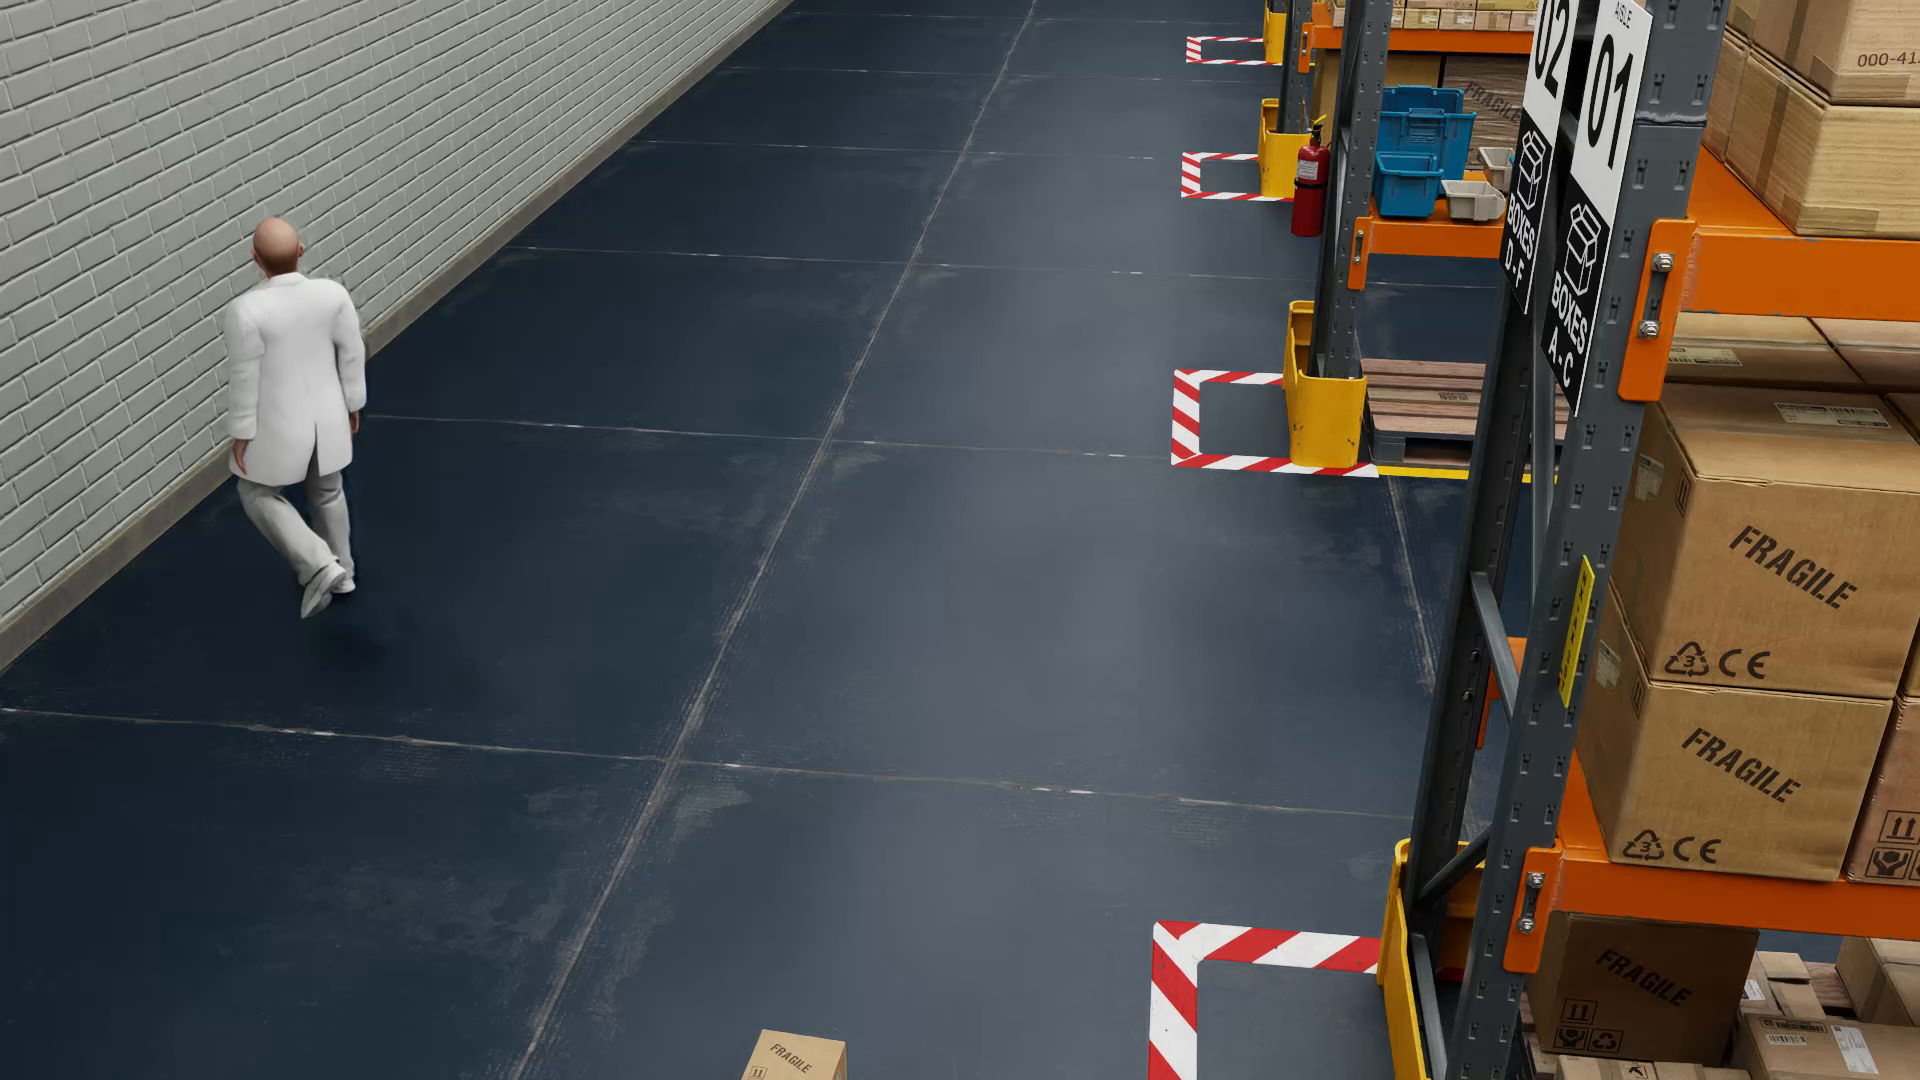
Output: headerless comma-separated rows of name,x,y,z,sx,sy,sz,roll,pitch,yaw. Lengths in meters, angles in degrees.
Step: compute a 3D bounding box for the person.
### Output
person,-2.832,-0.522,7.066,0.682,1.776,0.614,23,36,36
